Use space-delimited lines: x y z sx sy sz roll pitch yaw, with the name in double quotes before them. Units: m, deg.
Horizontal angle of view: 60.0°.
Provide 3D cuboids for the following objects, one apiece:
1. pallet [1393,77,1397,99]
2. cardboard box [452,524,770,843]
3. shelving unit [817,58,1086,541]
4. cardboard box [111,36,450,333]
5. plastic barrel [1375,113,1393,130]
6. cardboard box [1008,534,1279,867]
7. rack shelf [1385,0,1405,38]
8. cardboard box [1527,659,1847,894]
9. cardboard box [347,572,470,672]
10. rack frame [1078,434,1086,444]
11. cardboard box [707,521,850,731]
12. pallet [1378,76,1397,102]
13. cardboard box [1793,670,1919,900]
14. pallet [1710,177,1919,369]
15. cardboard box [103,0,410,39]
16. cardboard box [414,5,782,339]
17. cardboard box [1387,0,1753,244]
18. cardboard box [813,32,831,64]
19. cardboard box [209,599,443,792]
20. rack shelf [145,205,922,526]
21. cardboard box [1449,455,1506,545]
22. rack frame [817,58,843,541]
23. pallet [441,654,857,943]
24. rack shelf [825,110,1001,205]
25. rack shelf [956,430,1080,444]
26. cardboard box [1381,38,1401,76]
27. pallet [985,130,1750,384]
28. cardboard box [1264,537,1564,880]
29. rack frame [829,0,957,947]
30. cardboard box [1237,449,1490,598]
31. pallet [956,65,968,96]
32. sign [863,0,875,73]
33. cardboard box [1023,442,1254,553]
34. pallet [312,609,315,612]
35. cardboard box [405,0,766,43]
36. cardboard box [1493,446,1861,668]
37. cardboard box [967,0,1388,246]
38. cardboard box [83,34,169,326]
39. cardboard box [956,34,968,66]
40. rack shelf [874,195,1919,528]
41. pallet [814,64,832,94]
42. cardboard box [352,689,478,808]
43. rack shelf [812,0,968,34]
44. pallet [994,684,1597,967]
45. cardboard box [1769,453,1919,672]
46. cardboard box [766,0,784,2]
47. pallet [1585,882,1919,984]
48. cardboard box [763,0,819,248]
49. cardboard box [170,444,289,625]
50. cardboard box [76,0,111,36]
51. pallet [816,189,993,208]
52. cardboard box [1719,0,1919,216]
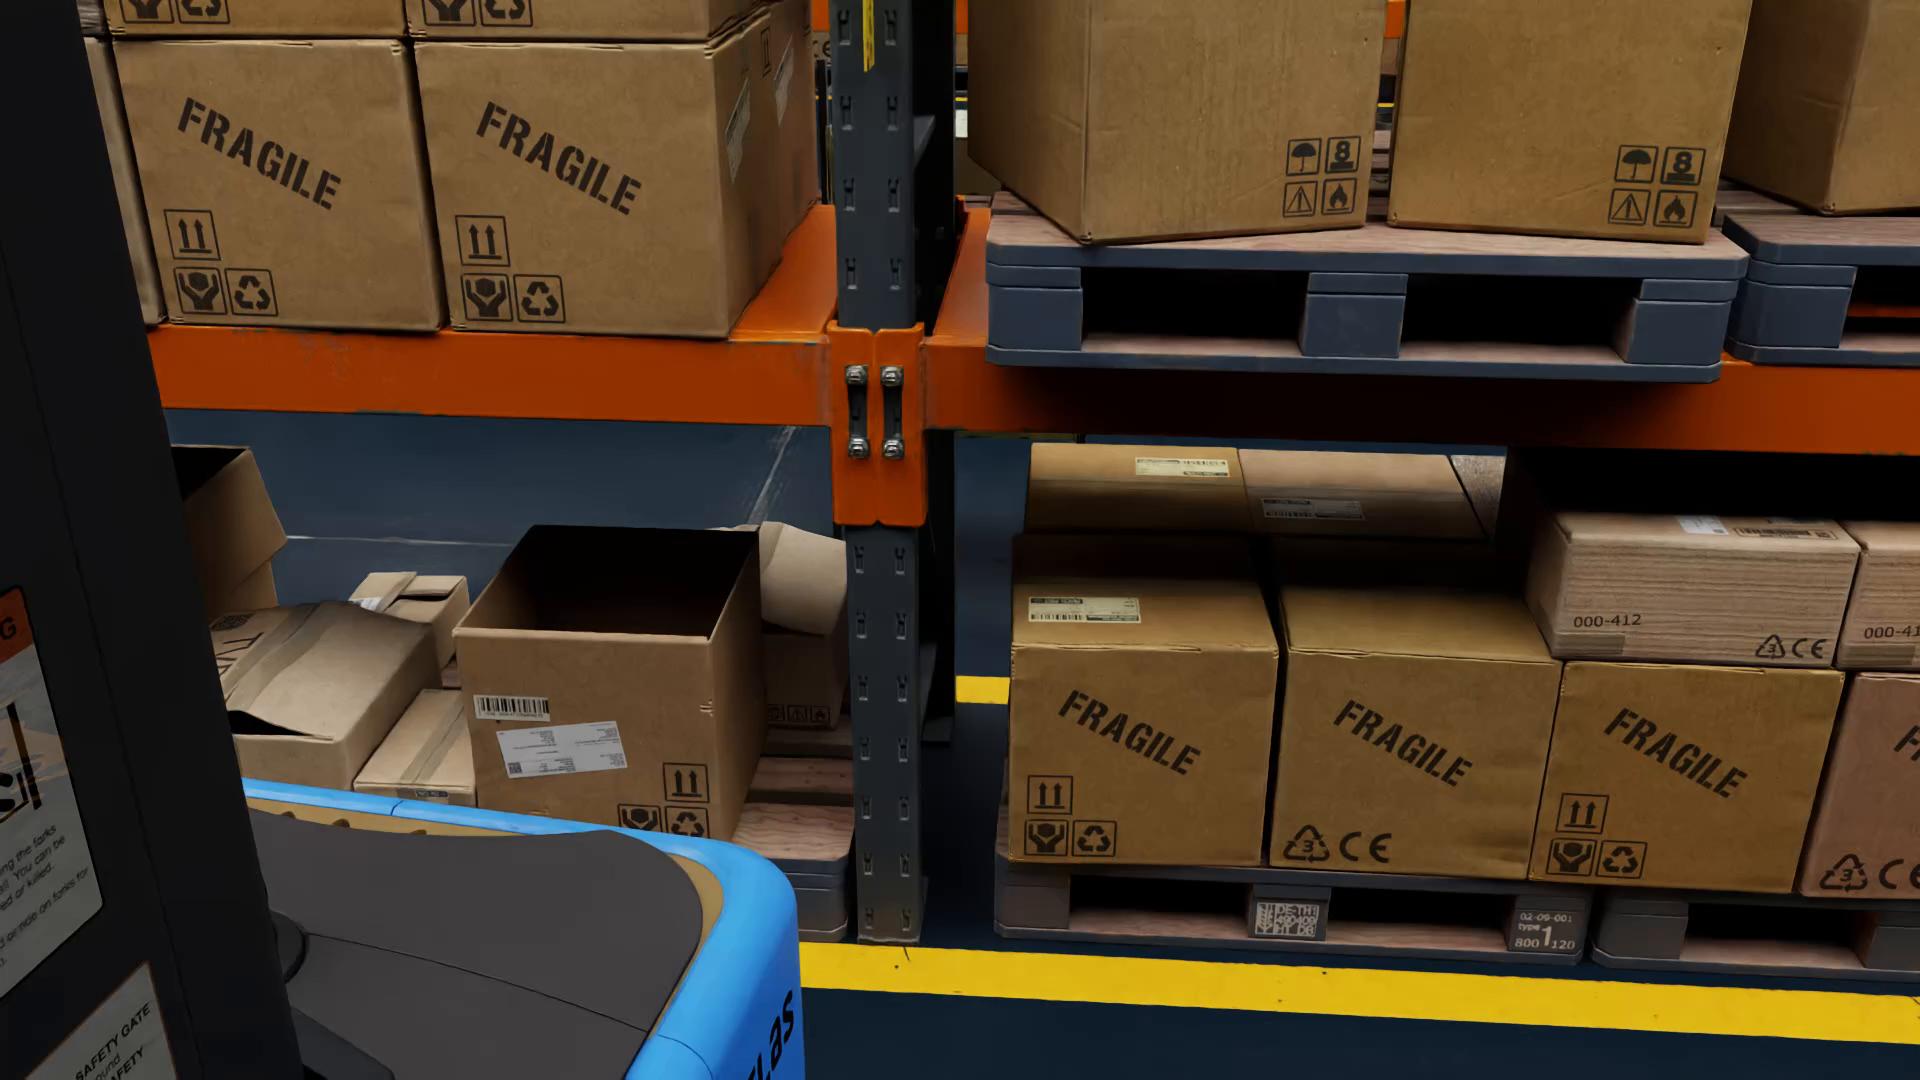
"pallet" 3.860 -3.524 12.656 1.213 0.211 1.003 2 25 4
"cardboard box" -0.700 0.302 3.469 0.500 0.500 0.500 2 25 4
"shelving unit" 0.007 -0.681 4.936 0.755 1.500 0.431 2 25 4
"cardboard box" -1.142 -0.704 3.072 0.500 0.500 0.500 3 25 5
"plastic barrel" 2.076 -1.756 7.952 0.421 0.512 0.421 0 25 0
"cardboard box" 0.354 0.319 3.432 0.500 0.500 0.500 1 25 2
"rack shelf" 2.267 -2.407 7.754 4.000 0.370 1.077 2 25 4
"cardboard box" 1.384 0.351 3.364 0.500 0.500 0.500 2 25 5
"cardboard box" -1.375 0.227 4.032 0.250 0.166 0.380 2 25 4
"rack frame" 0.372 -0.669 4.911 0.023 1.500 0.400 2 25 4
"cardboard box" -0.512 0.184 3.951 0.500 0.311 0.500 2 25 4
"pallet" 2.647 -3.564 12.744 1.213 0.211 1.003 2 25 4
"cardboard box" 1.888 0.367 3.328 0.500 0.500 0.500 1 25 2
"pallet" 1.939 -0.579 3.149 1.213 0.211 1.003 2 25 4
"cardboard box" -1.145 -1.157 2.860 0.500 0.500 0.500 1 25 3
"cardboard box" -0.628 -0.688 3.037 0.500 0.500 0.500 2 25 5
"cardboard box" 1.036 -0.866 2.921 0.500 0.500 0.700 6 25 12
"cardboard box" -0.897 -4.171 12.766 0.875 0.875 0.875 2 25 4
"cardboard box" -1.448 0.364 3.561 0.500 0.311 0.500 2 25 4
"rack shelf" -2.104 -0.471 3.545 4.000 0.370 1.077 2 25 4
"cardboard box" 1.396 0.134 3.835 0.500 0.500 0.500 2 25 5
"rack frame" -0.358 -0.693 4.962 0.023 1.500 0.400 2 25 4
"pallet" -0.795 0.511 3.888 1.213 0.211 1.003 2 25 4
"rack shelf" 0.007 -1.036 4.773 0.720 0.370 0.431 2 25 4
"rack shelf" 0.007 -0.385 5.072 0.720 0.370 0.431 2 25 4
"cardboard box" 3.066 -4.022 12.443 0.875 0.875 1.225 2 25 4
"pallet" 0.678 -0.575 3.142 1.213 0.211 1.003 2 25 4
"cardboard box" 0.886 0.332 3.405 0.500 0.500 0.500 2 25 5
"rack frame" -0.110 -0.734 3.256 0.127 3.000 1.000 2 25 4
"cardboard box" 0.896 0.118 3.870 0.500 0.500 0.500 2 25 4
"pallet" -0.100 -3.652 12.935 1.213 0.211 1.003 2 25 4
"sign" -0.144 -0.900 2.583 0.005 0.325 0.100 2 25 4
"cardboard box" 0.404 0.098 3.912 0.500 0.500 0.500 2 25 4
"pallet" -2.014 0.473 3.970 1.213 0.211 1.003 2 25 4
"cardboard box" -0.634 -1.142 2.827 0.500 0.500 0.500 2 25 4
"cardboard box" 1.351 0.010 3.206 0.500 0.250 0.500 2 25 4
"cardboard box" 0.345 -0.861 2.912 0.500 0.500 0.700 -6 25 -14
"cardboard box" -1.655 -0.720 3.106 0.500 0.500 0.500 2 25 5
"cardboard box" 0.000 -4.142 12.703 0.875 0.875 0.875 2 25 4
"rack shelf" 1.884 -0.343 3.267 4.000 0.370 1.077 2 25 4
"pallet" -1.320 -3.690 13.018 1.213 0.211 1.003 2 25 4
"cardboard box" -1.078 0.475 3.514 0.250 0.149 0.380 2 25 4
"rack shelf" -1.721 -2.535 8.032 4.000 0.370 1.077 2 25 4
"pallet" 0.704 0.543 3.817 1.213 0.211 1.003 2 25 4
"cardboard box" 1.851 0.026 3.171 0.500 0.250 0.500 1 25 3
"cardboard box" -0.558 -1.366 3.314 0.500 0.500 0.500 2 25 5
"pallet" 1.924 0.581 3.734 1.213 0.211 1.003 2 25 4
"cardboard box" -0.597 -0.909 3.517 0.500 0.500 0.500 2 25 5
"cardboard box" -1.984 0.143 3.812 0.637 0.503 0.797 2 25 4
"cardboard box" -1.647 -1.173 2.895 0.500 0.500 0.500 2 25 4
"pallet" -0.463 -1.539 8.341 1.213 0.211 1.003 2 25 4
"cardboard box" 1.656 -0.939 3.080 0.500 0.500 0.700 -4 25 -9
